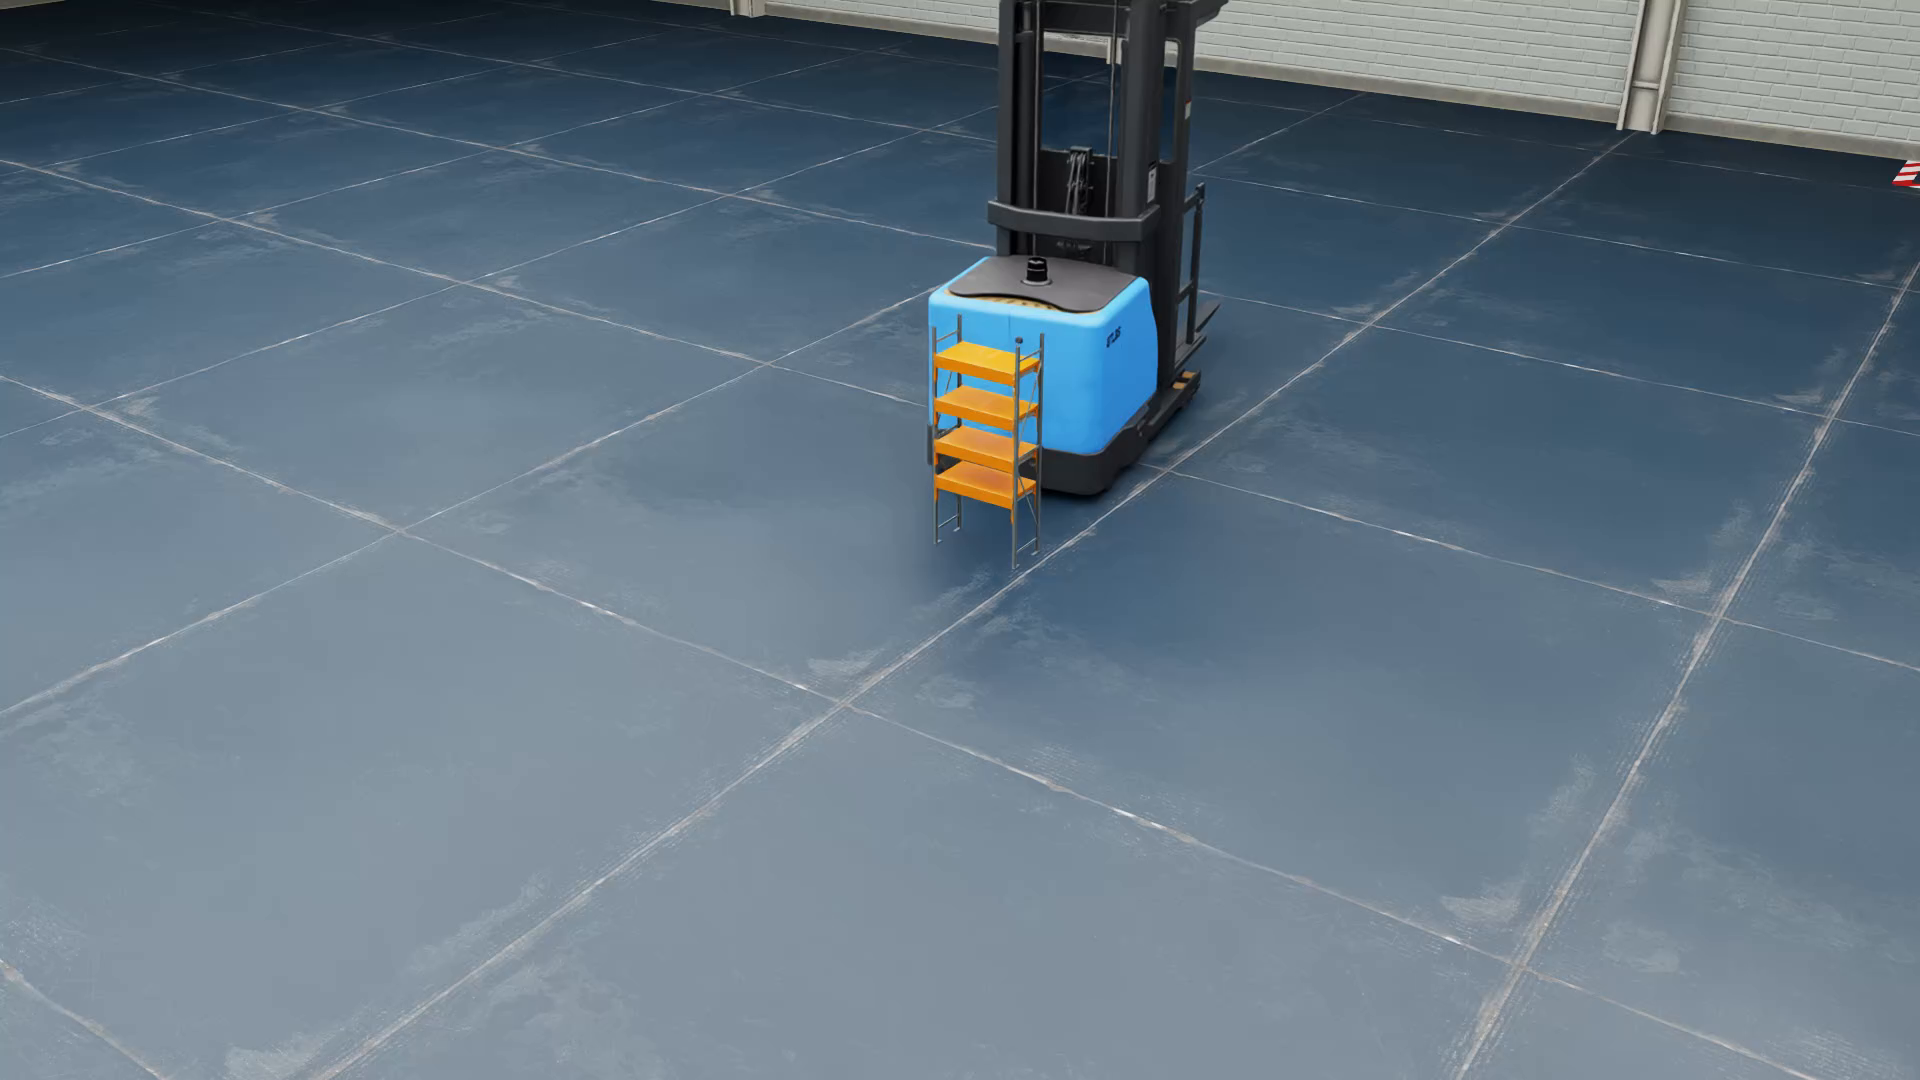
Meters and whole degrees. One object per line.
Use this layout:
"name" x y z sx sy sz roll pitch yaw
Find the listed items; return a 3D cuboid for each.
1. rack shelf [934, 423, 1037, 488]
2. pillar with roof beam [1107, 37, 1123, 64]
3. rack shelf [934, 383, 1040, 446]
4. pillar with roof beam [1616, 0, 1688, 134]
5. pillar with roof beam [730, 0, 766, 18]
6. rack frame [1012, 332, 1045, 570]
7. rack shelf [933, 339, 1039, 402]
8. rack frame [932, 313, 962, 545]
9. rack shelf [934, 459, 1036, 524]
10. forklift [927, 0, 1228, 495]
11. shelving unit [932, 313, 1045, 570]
"rack shelf" 0.136 -0.432 8.425 0.480 0.148 0.258 17 32 30
"pillar with roof beam" -0.425 -8.148 14.839 0.400 9.000 9.100 17 32 30
"rack shelf" 0.136 -0.632 8.323 0.480 0.148 0.258 17 32 30
"pillar with roof beam" 4.521 -6.607 11.811 0.400 9.000 9.100 17 32 30
"pillar with roof beam" -5.370 -9.688 17.866 0.400 9.000 9.100 17 32 30
"rack frame" 0.338 -0.430 8.271 0.015 1.200 0.240 17 32 30
"rack shelf" 0.136 -0.842 8.216 0.480 0.148 0.258 17 32 30
"rack frame" -0.065 -0.555 8.517 0.015 1.200 0.240 17 32 30
"rack shelf" 0.136 -0.255 8.515 0.480 0.148 0.258 17 32 30
"forklift" 0.875 -2.196 9.833 1.130 2.935 3.031 11 29 21
"shelving unit" 0.136 -0.492 8.394 0.503 1.200 0.258 17 32 30
